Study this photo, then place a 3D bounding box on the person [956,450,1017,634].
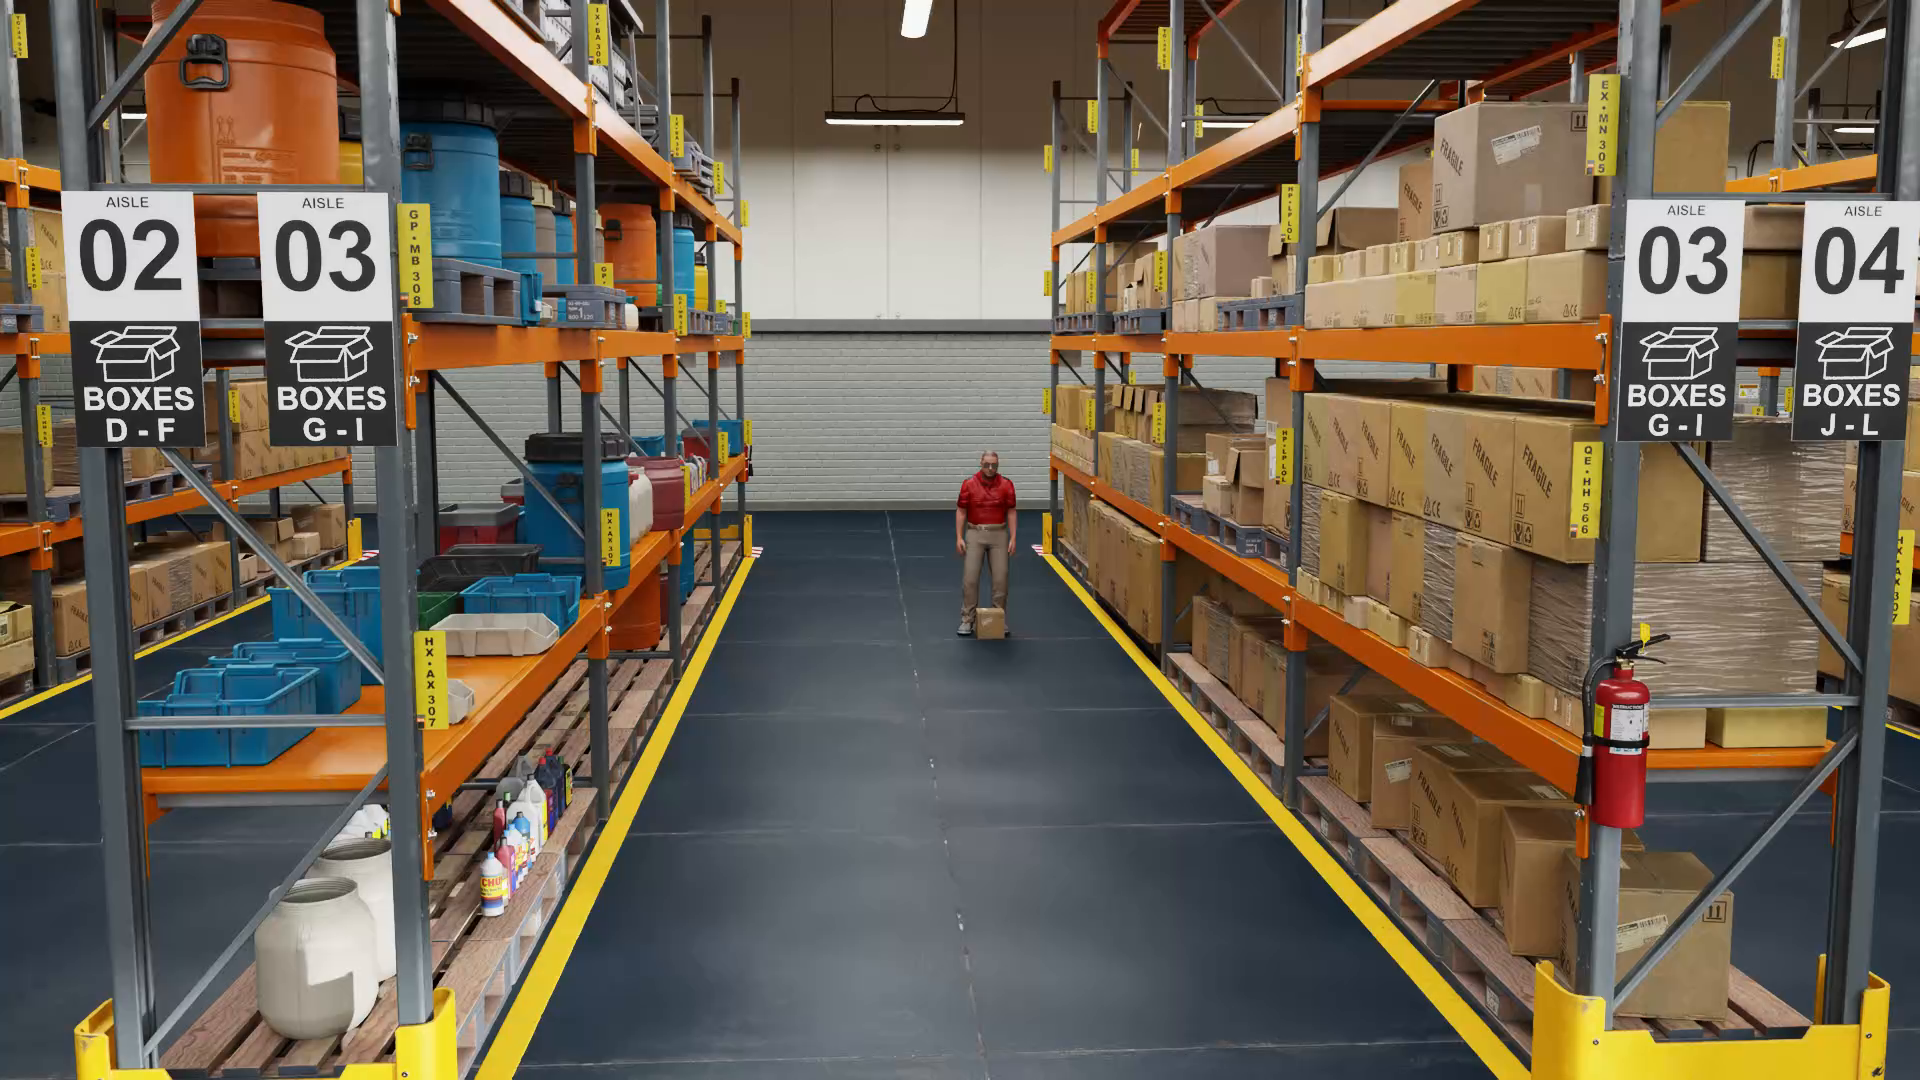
[{"bbox_3d":[0.251,0.014,15.682,0.584,1.726,0.395,-1,7,-4],"label":"person"}]
